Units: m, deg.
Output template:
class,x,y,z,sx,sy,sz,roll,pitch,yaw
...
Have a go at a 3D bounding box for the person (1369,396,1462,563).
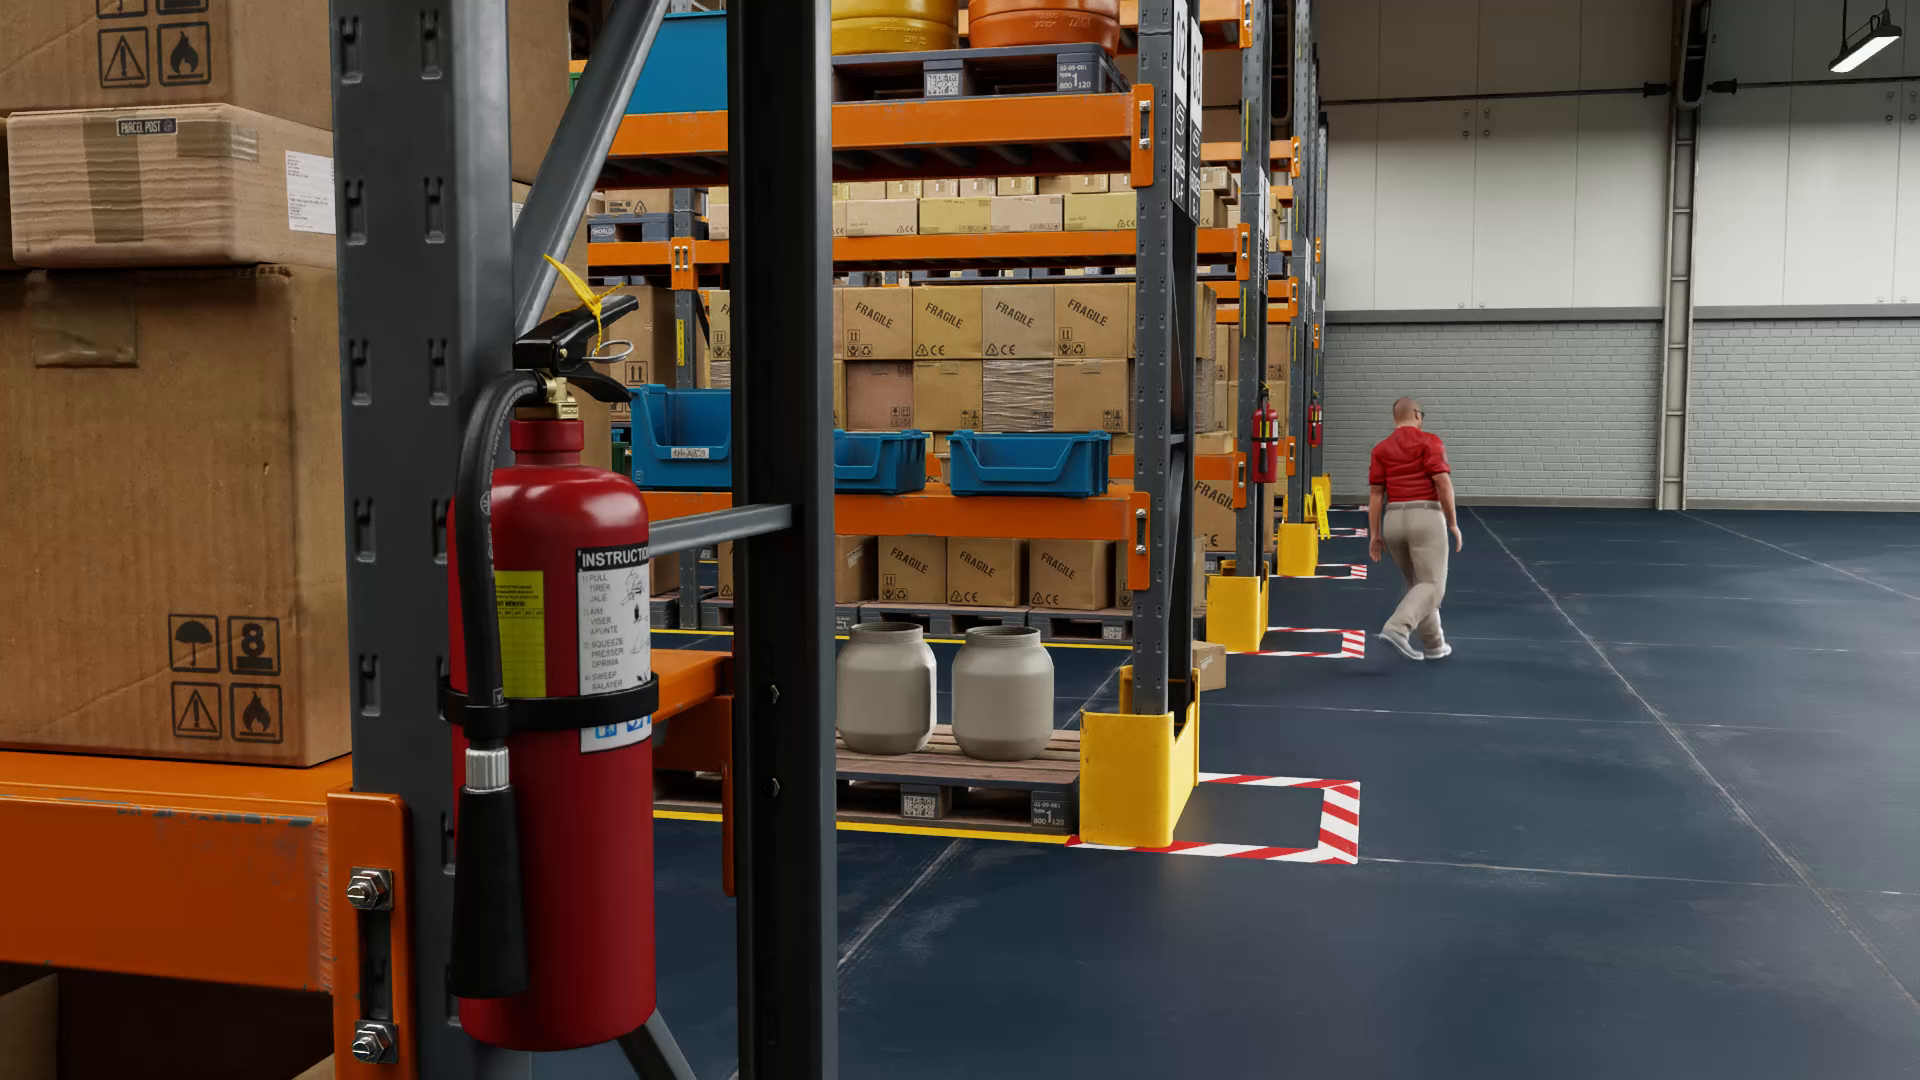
class,x,y,z,sx,sy,sz,roll,pitch,yaw
person,2.896,-0.374,10.481,0.632,1.058,0.314,5,7,44
